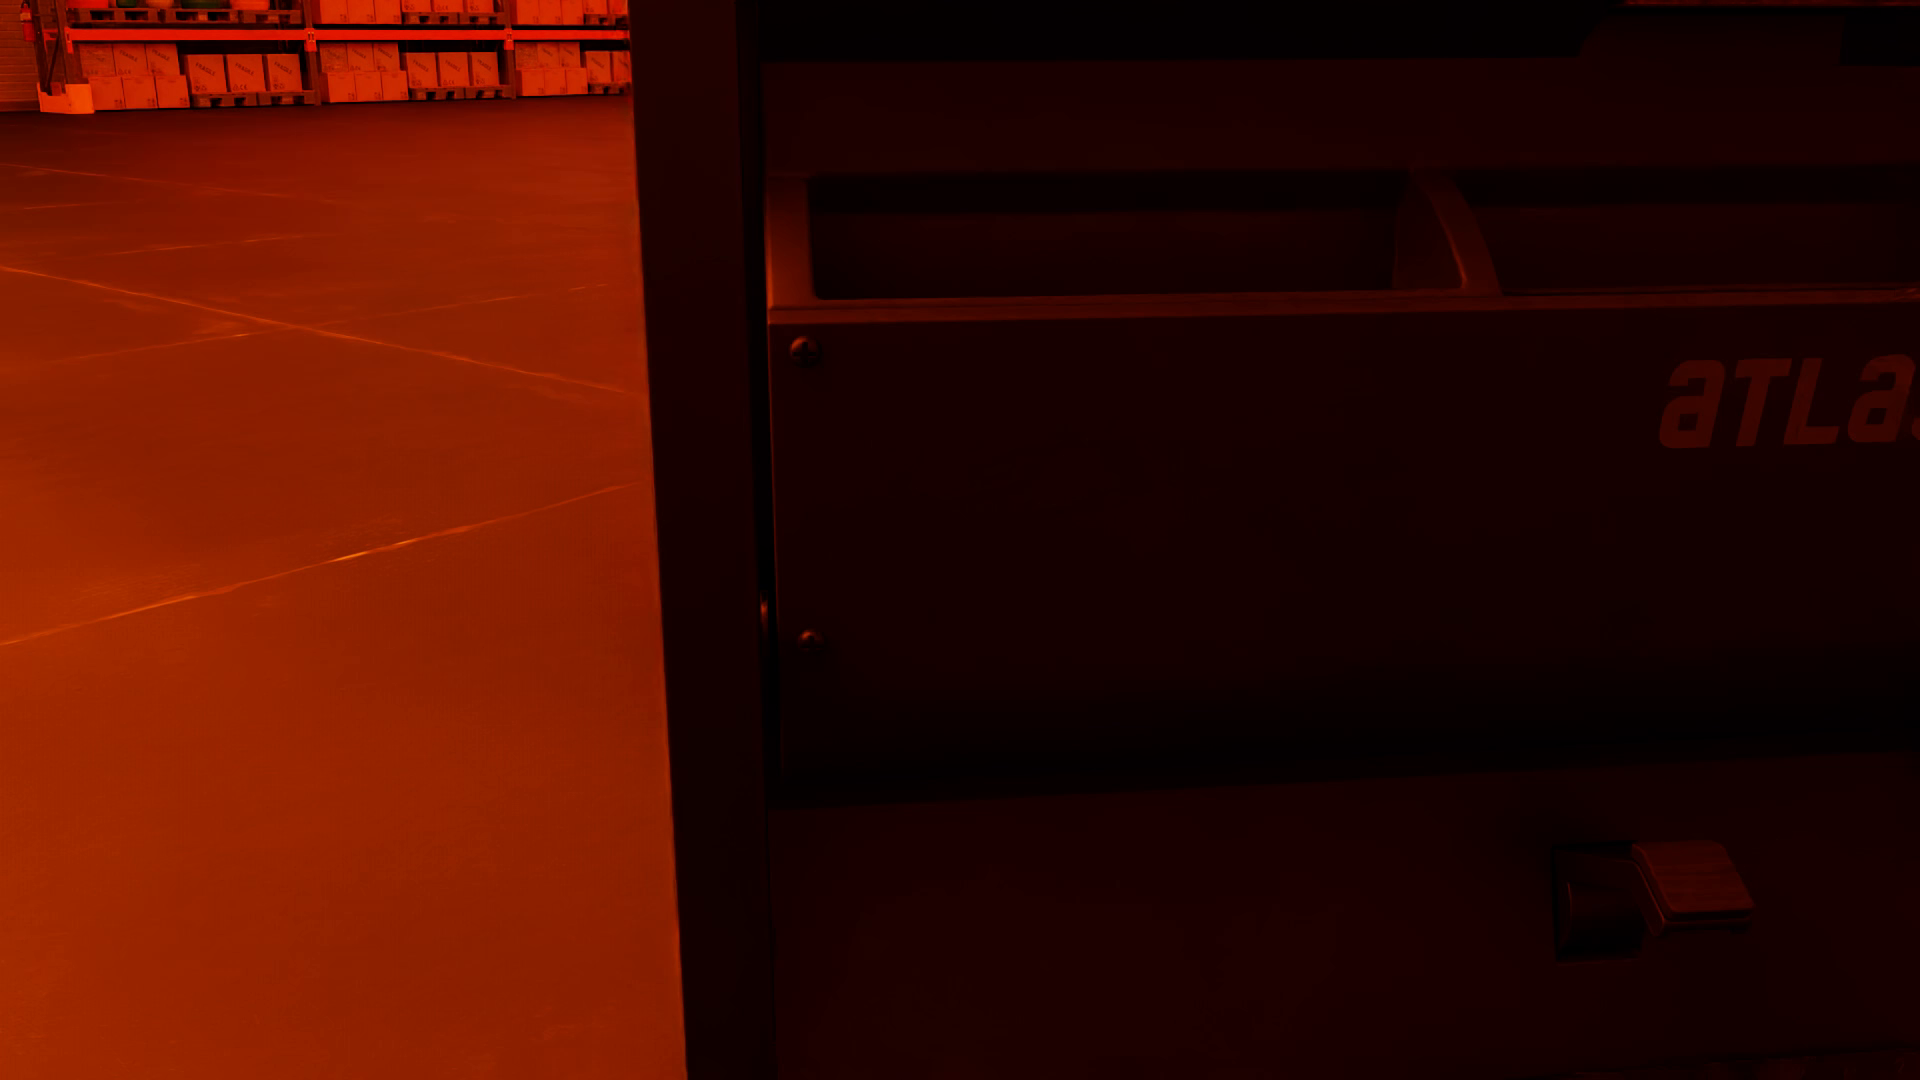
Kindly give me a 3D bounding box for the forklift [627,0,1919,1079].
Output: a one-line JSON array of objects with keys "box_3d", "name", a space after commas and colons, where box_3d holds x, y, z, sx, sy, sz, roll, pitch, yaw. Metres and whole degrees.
[{"box_3d": [0.364, -0.573, 0.785, 1.130, 2.935, 3.031, -2, 17, -7], "name": "forklift"}]
